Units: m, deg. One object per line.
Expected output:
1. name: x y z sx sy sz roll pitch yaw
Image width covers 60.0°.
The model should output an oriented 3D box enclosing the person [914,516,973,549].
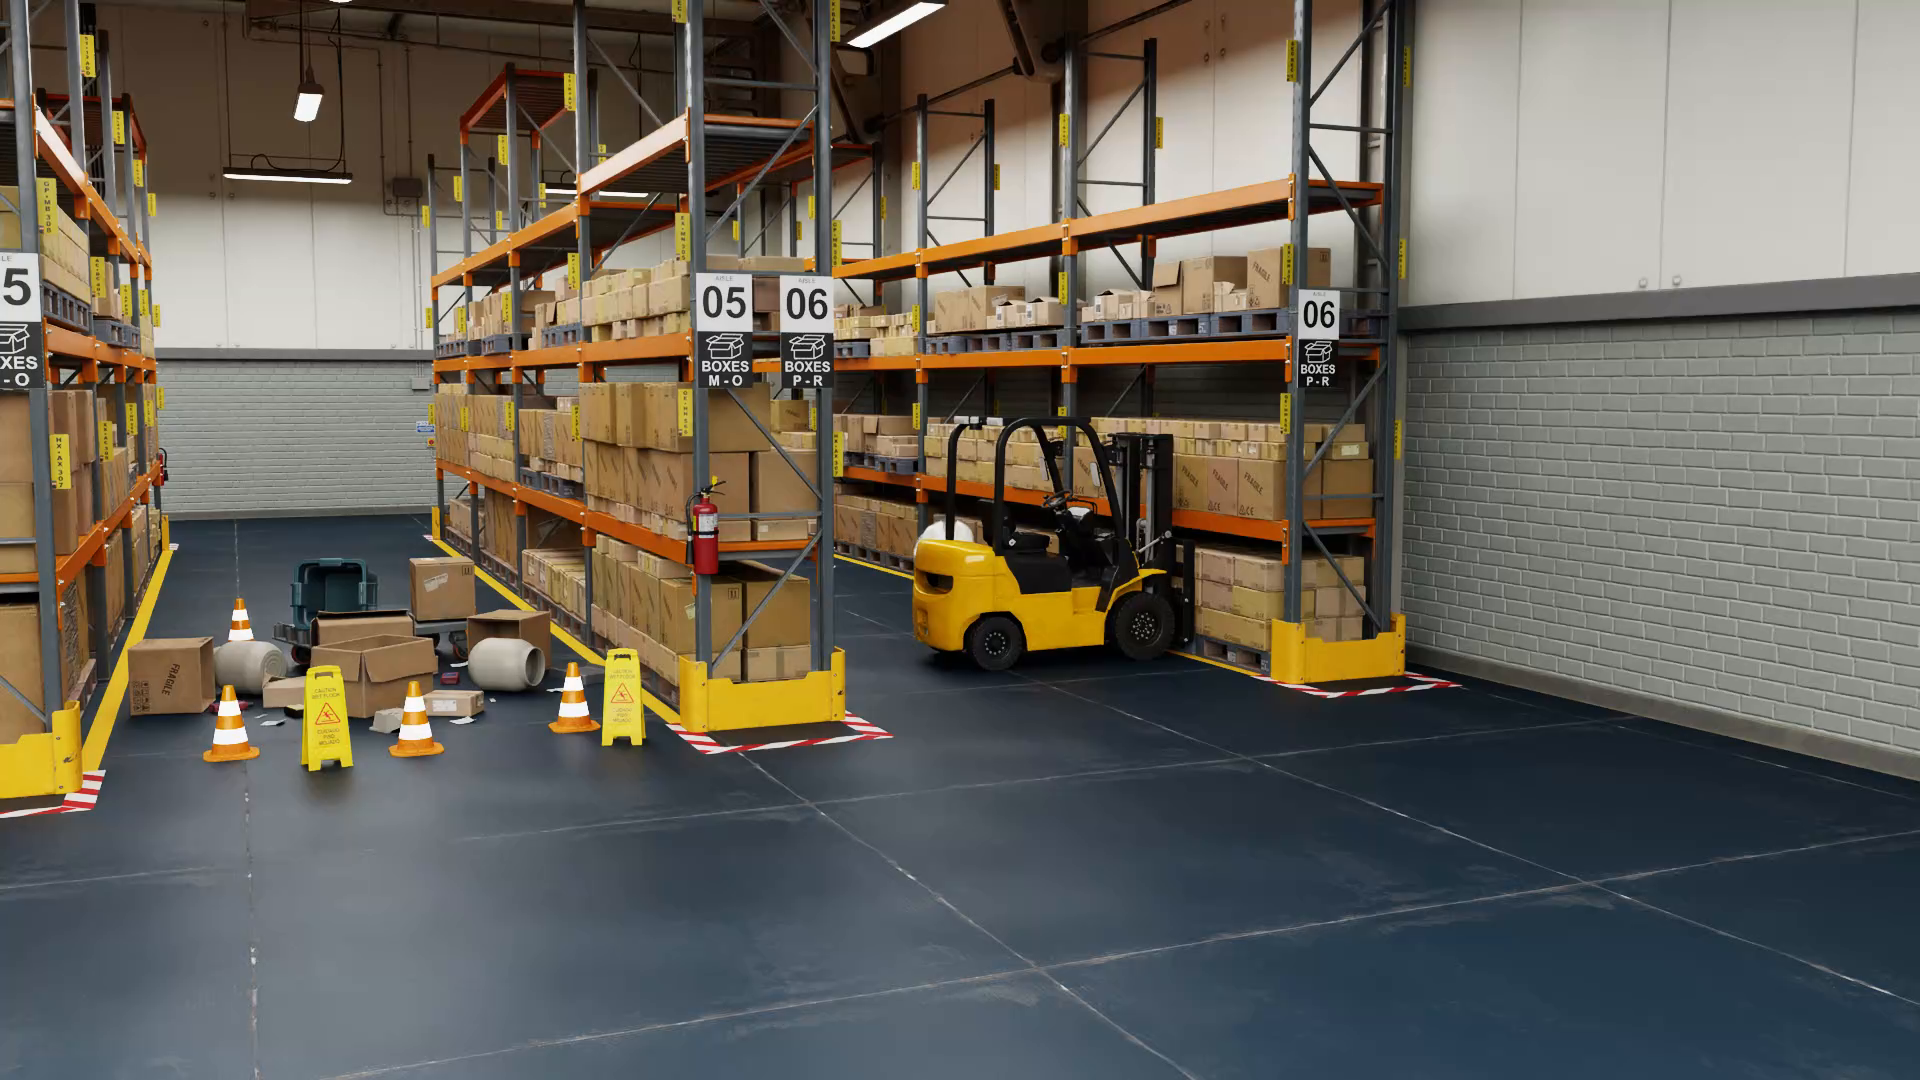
1. person: -0.218 0.243 17.973 0.507 1.039 0.988 -3 6 -26
